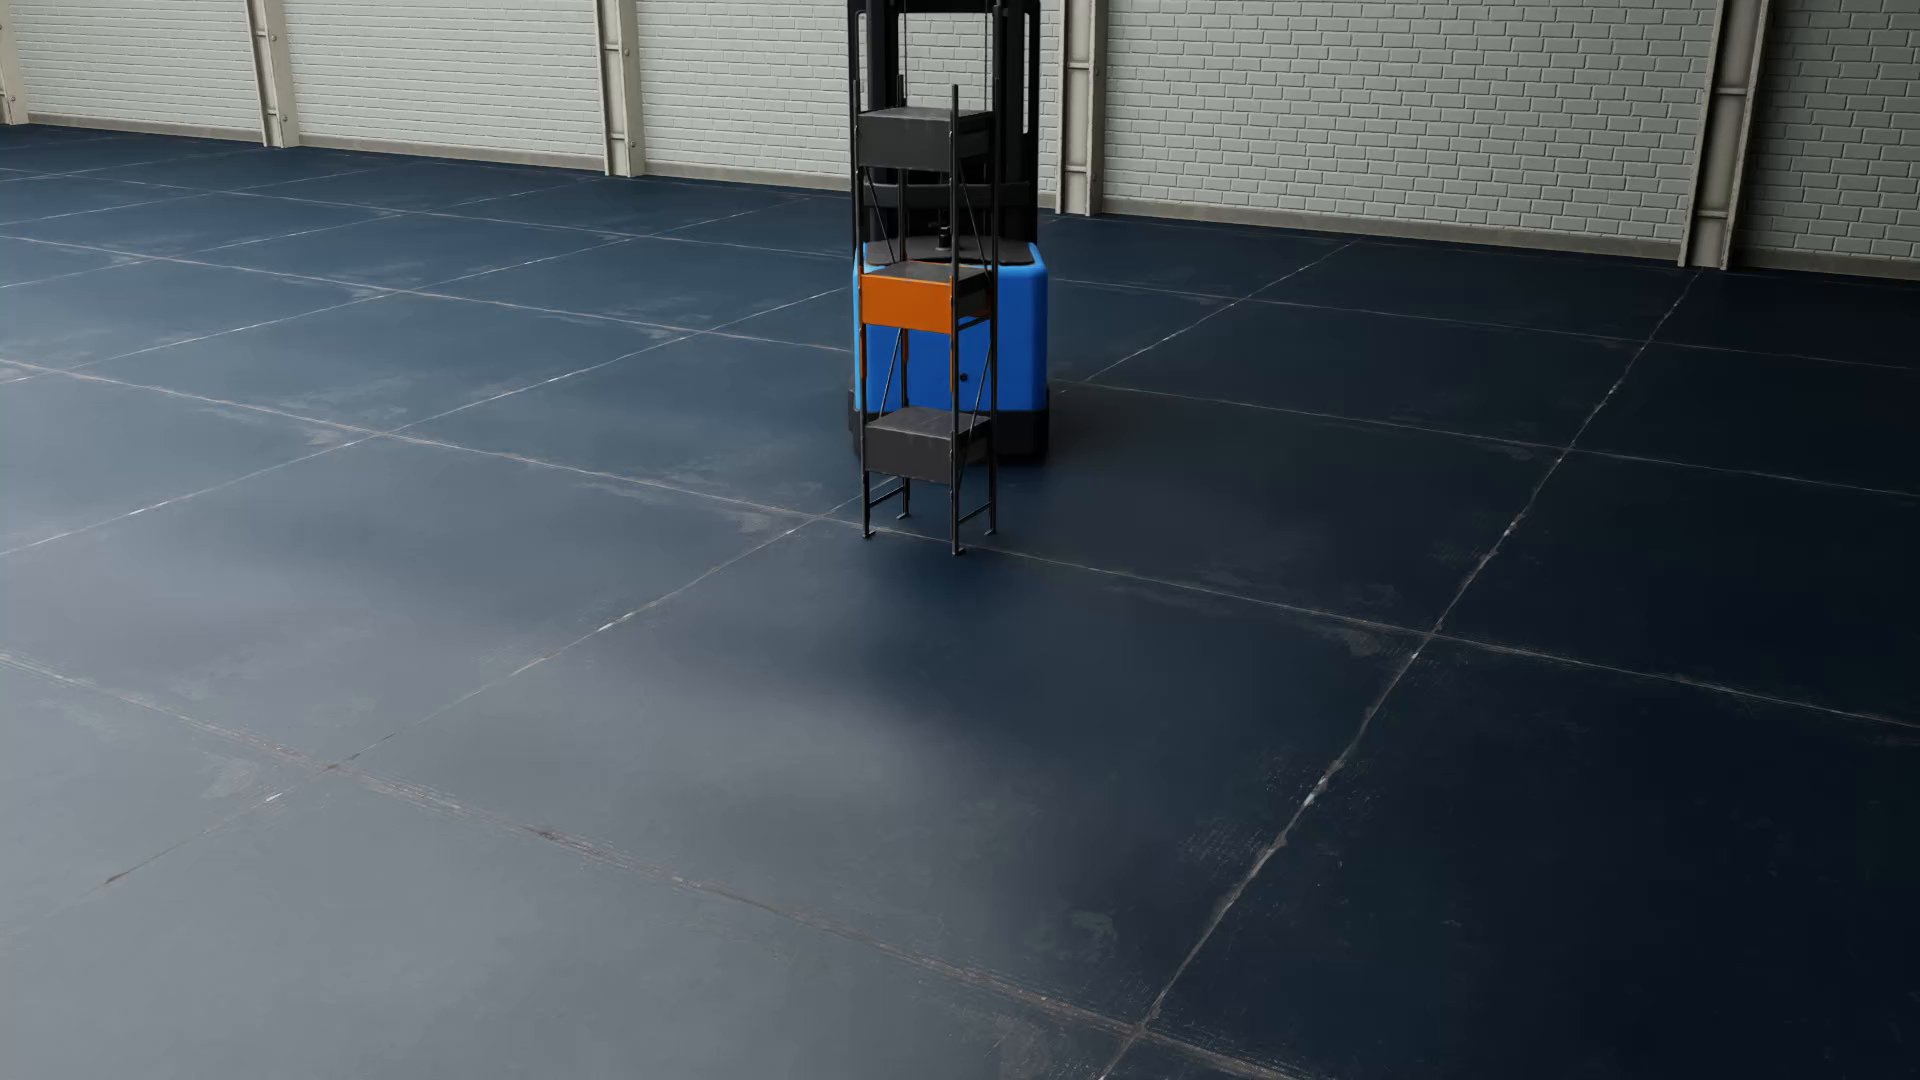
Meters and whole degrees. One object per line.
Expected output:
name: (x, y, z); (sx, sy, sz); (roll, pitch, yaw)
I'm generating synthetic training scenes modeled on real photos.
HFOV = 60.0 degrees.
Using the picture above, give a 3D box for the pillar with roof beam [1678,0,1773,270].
pillar with roof beam: (4.370, -5.338, 9.383); (0.400, 9.000, 9.100); (11, 23, 27)

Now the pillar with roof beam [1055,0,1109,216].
pillar with roof beam: (-0.868, -6.335, 12.134); (0.400, 9.000, 9.100); (11, 23, 27)

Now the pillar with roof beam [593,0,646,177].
pillar with roof beam: (-6.106, -7.333, 14.885); (0.400, 9.000, 9.100); (11, 23, 27)

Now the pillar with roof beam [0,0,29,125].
pillar with roof beam: (-16.583, -9.329, 20.386); (0.400, 9.000, 9.100); (11, 23, 27)

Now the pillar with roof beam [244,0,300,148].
pillar with roof beam: (-11.345, -8.331, 17.636); (0.400, 9.000, 9.100); (11, 23, 27)

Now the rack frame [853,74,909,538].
rack frame: (-0.358, -1.055, 7.695); (0.015, 2.100, 0.400); (11, 23, 27)

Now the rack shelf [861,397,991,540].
rack shelf: (-0.145, -0.344, 7.826); (0.480, 0.518, 0.431); (11, 23, 27)

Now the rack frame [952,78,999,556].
rack frame: (0.069, -0.974, 7.471); (0.015, 2.100, 0.400); (11, 23, 27)

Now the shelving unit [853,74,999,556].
shelving unit: (-0.145, -1.015, 7.583); (0.503, 2.100, 0.431); (11, 23, 27)

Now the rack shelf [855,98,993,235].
rack shelf: (-0.145, -1.660, 7.349); (0.480, 0.518, 0.431); (11, 23, 27)

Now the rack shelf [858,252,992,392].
rack shelf: (-0.145, -1.002, 7.588); (0.480, 0.518, 0.431); (11, 23, 27)

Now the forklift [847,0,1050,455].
forklift: (-0.100, -2.280, 9.852); (1.130, 2.935, 3.031); (-1, 20, -2)
